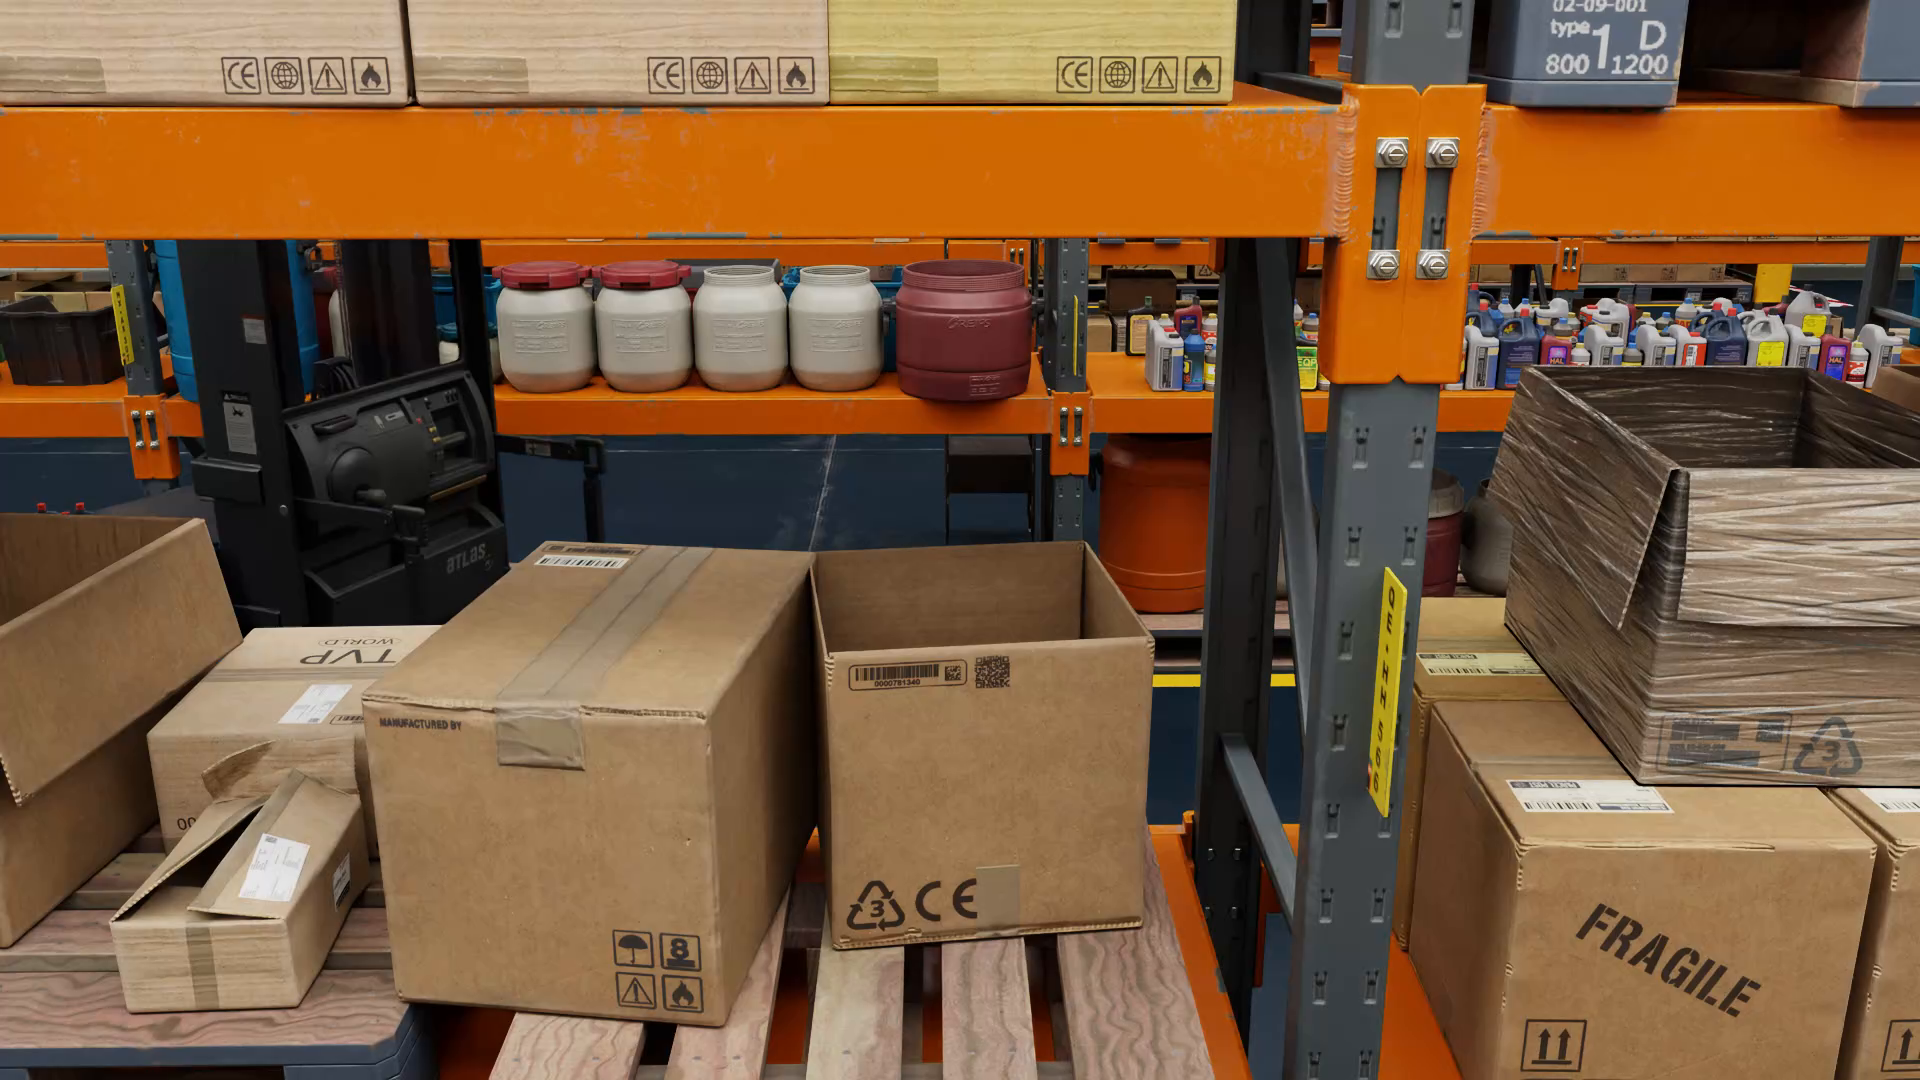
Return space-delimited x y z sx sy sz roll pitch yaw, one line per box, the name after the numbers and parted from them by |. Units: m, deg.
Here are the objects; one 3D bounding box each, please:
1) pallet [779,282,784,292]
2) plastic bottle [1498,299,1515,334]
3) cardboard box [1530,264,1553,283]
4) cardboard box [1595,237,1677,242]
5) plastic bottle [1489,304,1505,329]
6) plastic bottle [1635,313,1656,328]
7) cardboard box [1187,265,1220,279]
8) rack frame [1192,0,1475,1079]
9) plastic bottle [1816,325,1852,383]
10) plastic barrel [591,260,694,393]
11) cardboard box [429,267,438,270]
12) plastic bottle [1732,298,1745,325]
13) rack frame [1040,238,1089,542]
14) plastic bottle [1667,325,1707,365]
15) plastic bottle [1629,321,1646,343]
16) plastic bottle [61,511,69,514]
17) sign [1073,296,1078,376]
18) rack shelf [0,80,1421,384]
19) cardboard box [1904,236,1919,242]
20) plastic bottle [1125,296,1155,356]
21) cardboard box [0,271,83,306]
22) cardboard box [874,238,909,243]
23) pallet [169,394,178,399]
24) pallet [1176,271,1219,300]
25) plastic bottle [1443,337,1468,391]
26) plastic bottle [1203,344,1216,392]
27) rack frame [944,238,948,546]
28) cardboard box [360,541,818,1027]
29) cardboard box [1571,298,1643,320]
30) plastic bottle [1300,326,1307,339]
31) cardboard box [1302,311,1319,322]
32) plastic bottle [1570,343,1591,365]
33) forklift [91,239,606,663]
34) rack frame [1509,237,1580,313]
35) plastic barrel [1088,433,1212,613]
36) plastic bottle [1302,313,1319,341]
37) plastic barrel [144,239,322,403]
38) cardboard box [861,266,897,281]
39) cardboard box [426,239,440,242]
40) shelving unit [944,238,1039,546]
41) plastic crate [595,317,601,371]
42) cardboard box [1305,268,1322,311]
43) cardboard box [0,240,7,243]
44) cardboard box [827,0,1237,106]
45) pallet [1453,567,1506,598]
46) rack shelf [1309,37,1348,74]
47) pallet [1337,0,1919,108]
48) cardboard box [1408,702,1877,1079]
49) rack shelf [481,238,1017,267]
-1.679 -2.650 17.462 1.213 0.211 1.003 0 18 -1 | pallet
2.634 -1.034 8.071 0.097 0.271 0.097 0 18 0 | plastic bottle
6.083 -2.990 17.364 0.500 0.500 0.700 0 18 0 | cardboard box
4.914 -2.459 12.139 0.500 0.500 0.500 0 18 1 | cardboard box
2.539 -0.989 7.932 0.097 0.271 0.097 0 18 0 | plastic bottle
3.329 -1.004 8.092 0.097 0.201 0.097 0 18 0 | plastic bottle
2.782 -3.133 17.237 0.750 0.750 0.750 0 18 1 | cardboard box
0.553 0.554 2.911 0.053 2.616 0.949 0 18 -1 | rack frame
3.855 -0.808 7.347 0.133 0.283 0.061 0 18 -1 | plastic bottle
-1.398 -0.949 7.372 0.433 0.535 0.433 0 18 0 | plastic barrel
-5.683 -2.933 17.153 0.500 0.500 0.700 -1 18 -4 | cardboard box
3.756 -1.039 8.088 0.097 0.271 0.097 0 18 0 | plastic bottle
0.475 -0.960 7.630 0.127 3.000 1.000 0 18 -1 | rack frame
3.216 -0.815 7.382 0.135 0.276 0.152 0 18 -1 | plastic bottle
3.061 -0.851 7.499 0.097 0.271 0.097 0 18 0 | plastic bottle
-4.336 0.032 8.153 0.185 0.351 0.144 0 18 -1 | plastic bottle
0.491 -0.870 7.081 0.005 0.325 0.100 0 18 -1 | sign
-1.446 -0.523 2.536 4.000 0.370 1.077 0 18 -1 | rack shelf
6.939 -2.470 12.171 0.500 0.500 0.500 0 18 0 | cardboard box
0.873 -1.037 8.060 0.133 0.283 0.061 0 18 -1 | plastic bottle
-7.067 -1.776 12.758 0.500 0.500 0.500 0 18 -1 | cardboard box
-0.494 -2.265 12.108 0.250 0.149 0.380 0 18 -1 | cardboard box
-5.617 -1.128 12.718 1.213 0.211 1.003 0 18 -1 | pallet
2.325 -2.644 17.444 1.213 0.211 1.003 0 18 -1 | pallet
2.184 -0.800 7.341 0.097 0.271 0.097 0 18 0 | plastic bottle
1.127 -0.761 7.336 0.097 0.201 0.097 0 18 0 | plastic bottle
-0.078 -0.999 9.226 0.015 2.100 0.400 0 18 -1 | rack frame
-0.542 0.353 2.685 0.500 0.500 0.700 2 18 7 | cardboard box
4.965 -1.601 12.999 0.500 0.500 0.500 0 18 -1 | cardboard box
1.491 -0.815 7.389 0.097 0.271 0.097 0 18 0 | plastic bottle
2.407 -1.416 12.424 0.500 0.500 0.500 -1 18 -3 | cardboard box
2.734 -0.769 7.360 0.097 0.201 0.097 0 18 0 | plastic bottle
-1.844 -0.377 5.924 3.031 2.935 1.130 8 19 22 | forklift
4.400 -2.492 12.406 0.127 3.000 1.000 0 18 -1 | rack frame
0.964 -0.134 7.921 0.708 0.830 0.600 0 18 -1 | plastic barrel
1.706 -0.996 8.067 0.097 0.201 0.097 0 18 0 | plastic bottle
-3.133 -1.089 7.210 0.708 0.901 0.600 0 18 -1 | plastic barrel
-0.917 -3.019 17.419 0.500 0.500 0.700 0 18 -1 | cardboard box
-4.042 -2.497 12.258 0.500 0.500 0.700 -1 18 -2 | cardboard box
0.166 -1.001 9.229 0.503 2.100 0.431 0 18 -1 | shelving unit
-1.787 -0.934 7.897 0.662 0.188 0.450 0 18 -1 | plastic crate
2.913 -1.936 12.816 0.500 0.250 0.500 0 18 -1 | cardboard box
-7.131 -2.480 12.205 0.500 0.500 0.700 0 18 -1 | cardboard box
0.082 -0.727 2.238 0.500 0.250 0.500 0 18 -1 | cardboard box
2.480 0.346 8.123 1.213 0.211 1.003 0 18 -1 | pallet
2.475 -2.055 7.311 4.000 0.370 1.077 0 18 -1 | rack shelf
1.196 -0.805 2.545 1.003 0.211 1.213 1 18 2 | pallet
1.044 0.586 2.647 0.500 0.500 0.500 0 18 1 | cardboard box
-1.599 -2.121 12.426 4.000 0.370 1.077 0 18 -1 | rack shelf
